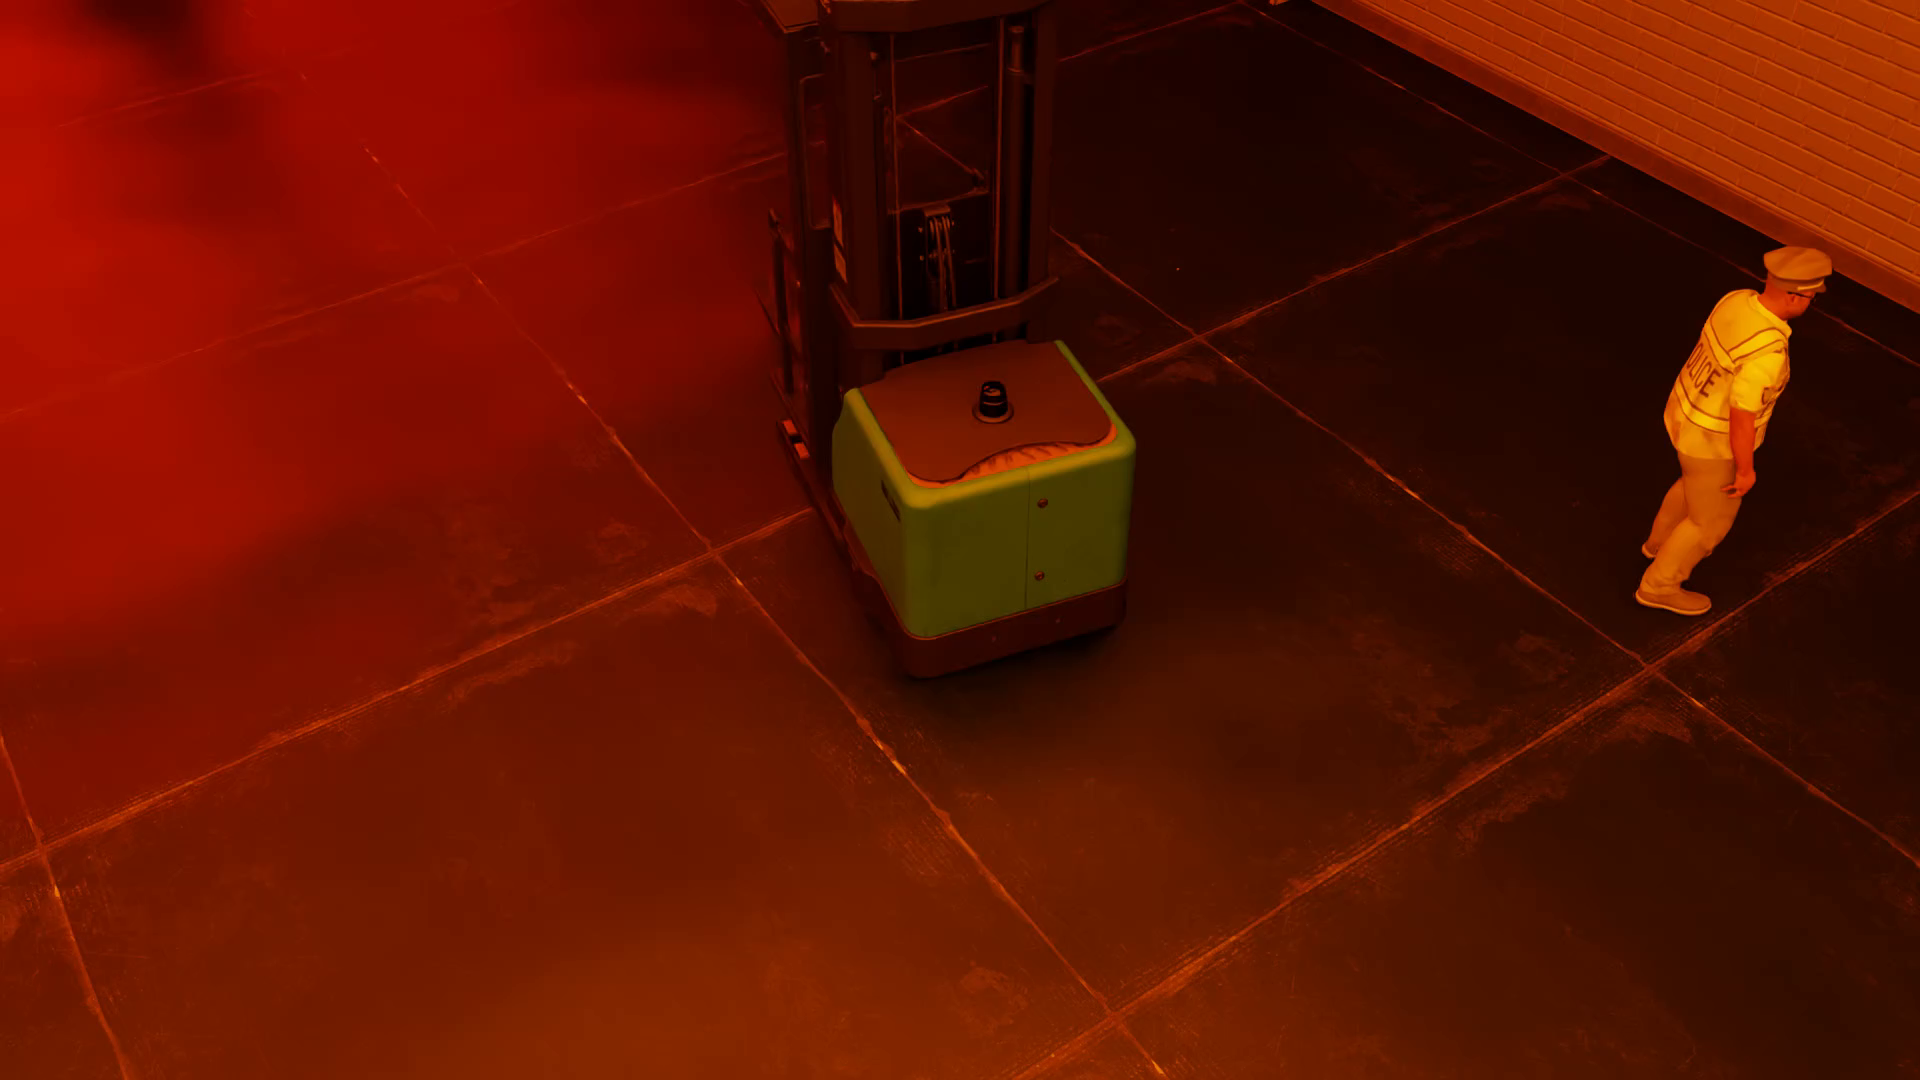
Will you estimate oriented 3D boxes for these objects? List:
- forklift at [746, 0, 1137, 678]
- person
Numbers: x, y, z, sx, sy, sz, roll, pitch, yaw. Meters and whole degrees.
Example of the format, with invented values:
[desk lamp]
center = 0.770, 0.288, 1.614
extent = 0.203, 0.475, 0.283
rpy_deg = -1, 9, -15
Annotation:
[forklift]
center = -0.277, -1.495, 7.337
extent = 1.130, 2.935, 3.031
rpy_deg = -15, 45, -16
[person]
center = 3.260, -0.452, 7.093
extent = 0.478, 1.762, 0.600
rpy_deg = 4, 43, 4
